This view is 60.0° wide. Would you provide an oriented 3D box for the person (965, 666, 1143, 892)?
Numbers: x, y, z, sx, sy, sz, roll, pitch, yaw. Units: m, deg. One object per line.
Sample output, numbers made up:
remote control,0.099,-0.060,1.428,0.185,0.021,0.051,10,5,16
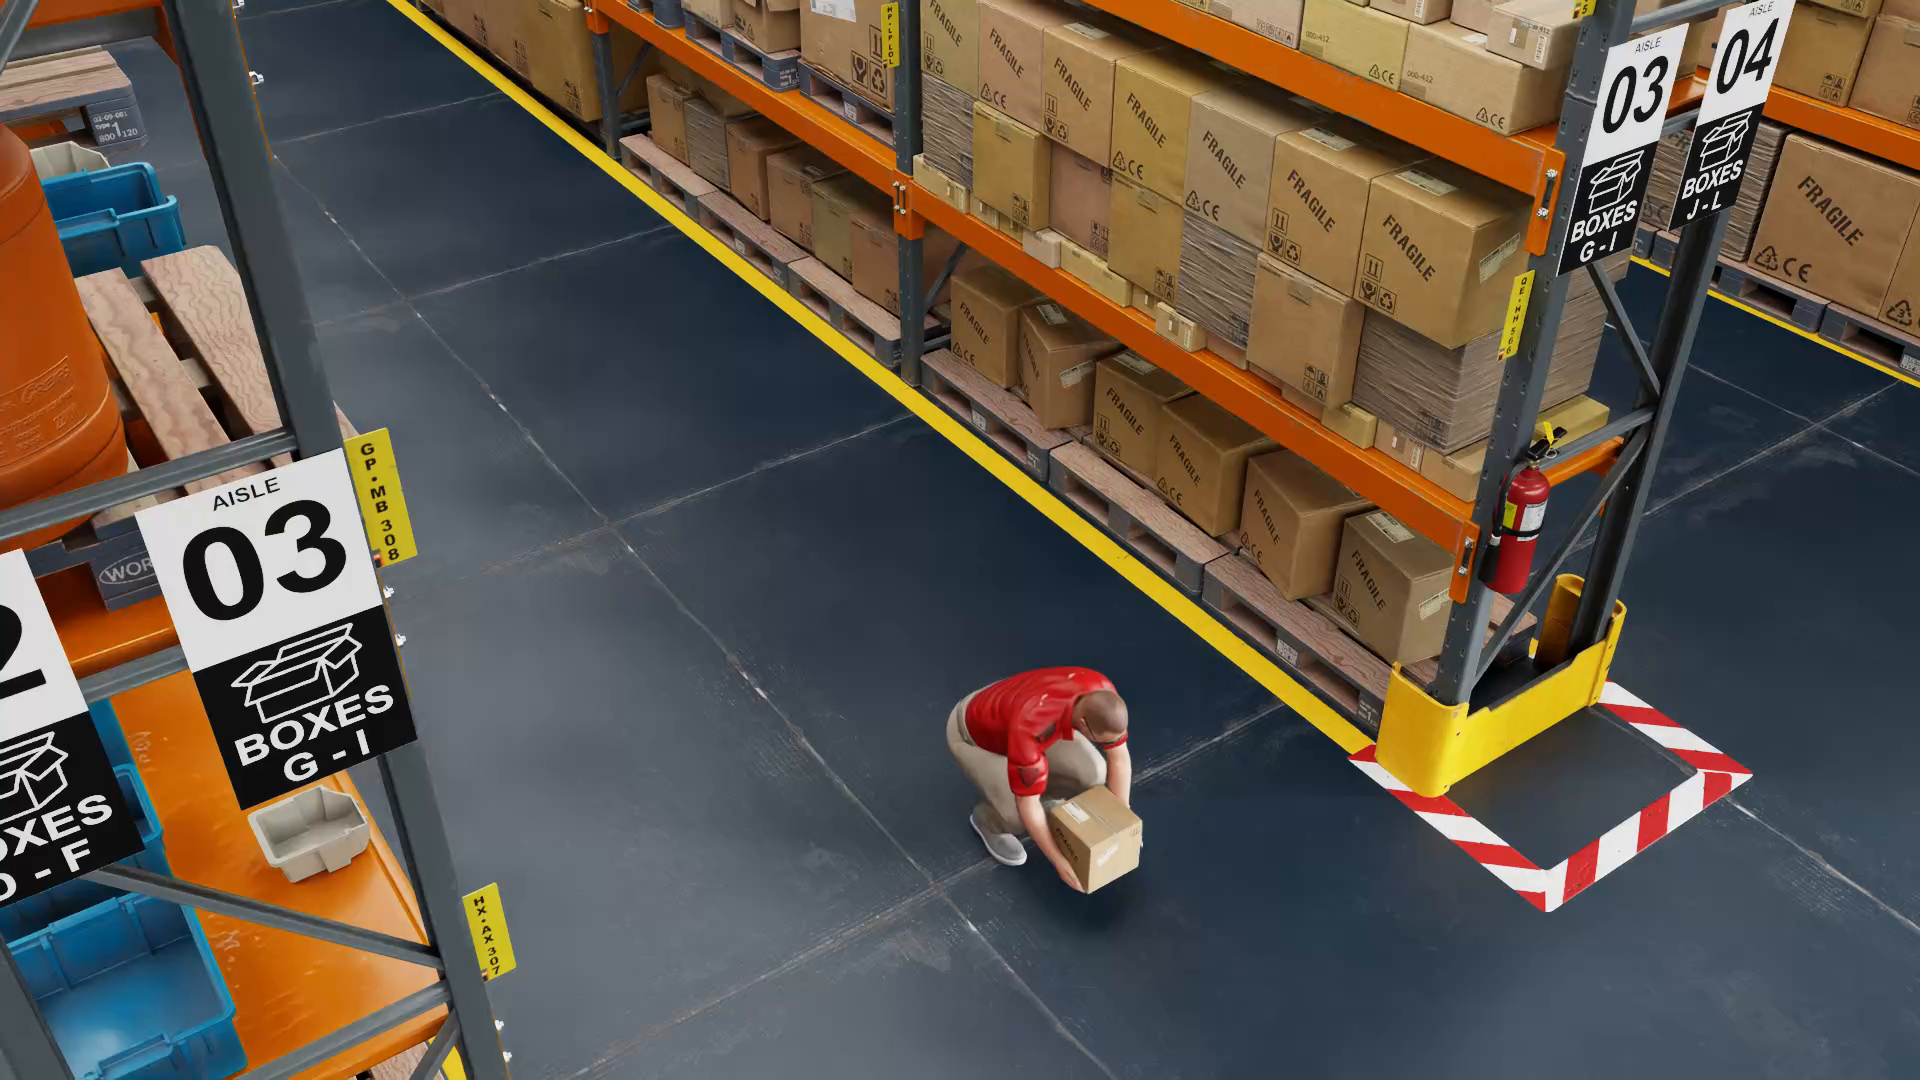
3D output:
person,0.369,0.808,6.436,0.556,0.828,0.770,-23,42,-28
